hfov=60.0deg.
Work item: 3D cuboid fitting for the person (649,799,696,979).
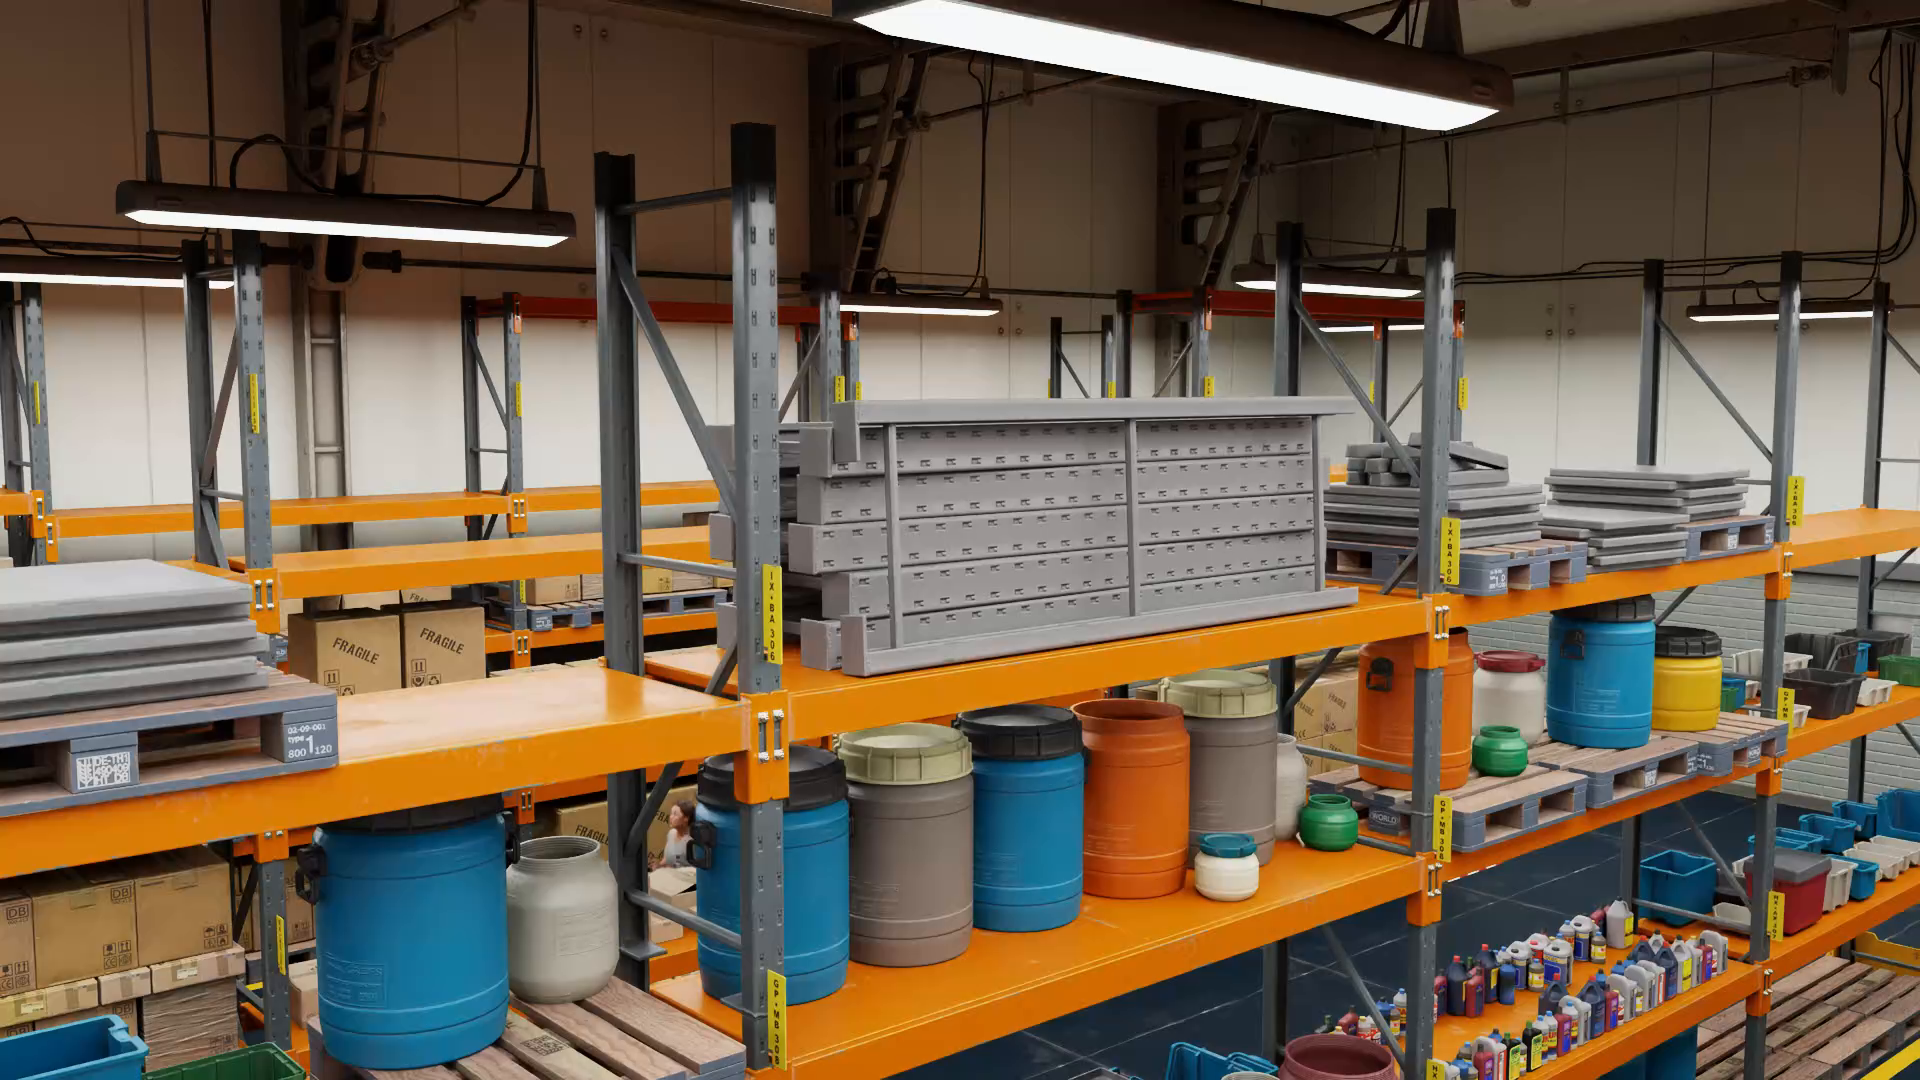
[{"bbox_3d":[-2.275,3.016,14.082,0.757,1.676,0.550,-4,7,-38],"label":"person"}]
